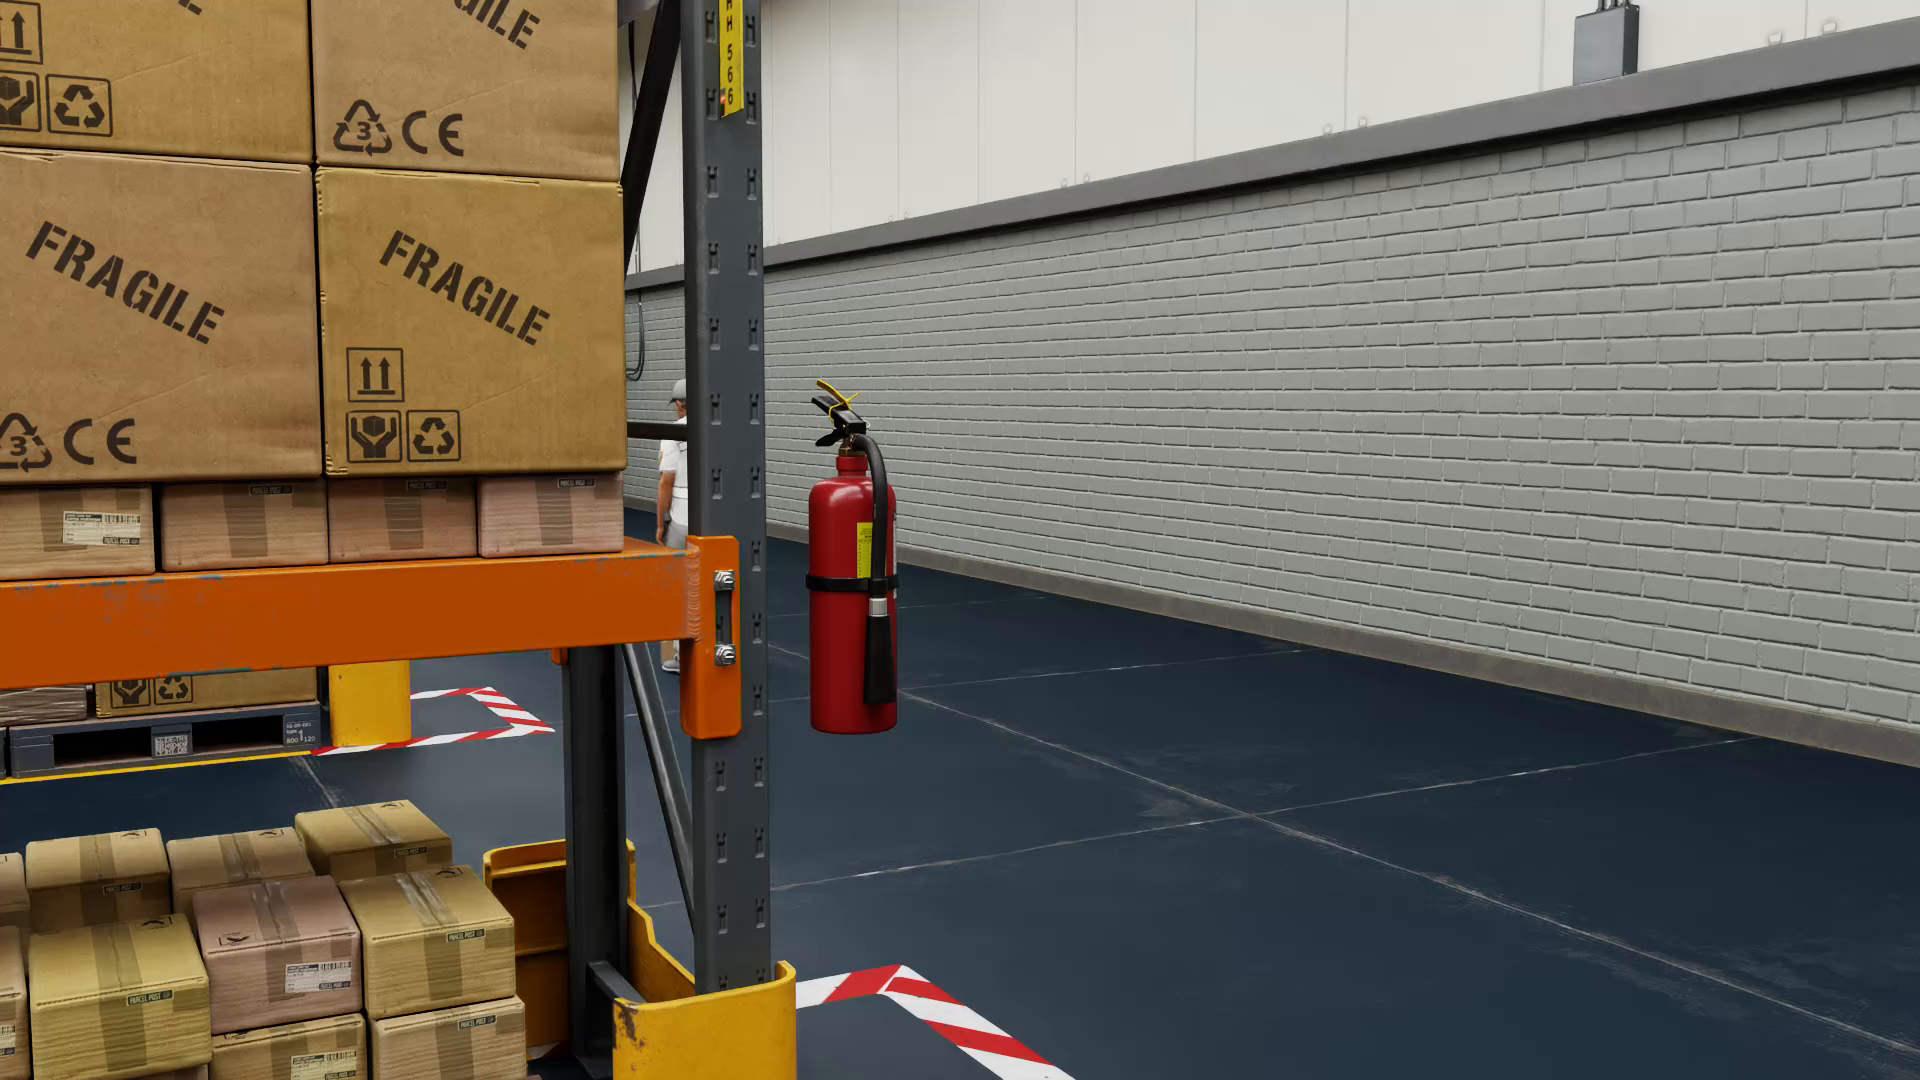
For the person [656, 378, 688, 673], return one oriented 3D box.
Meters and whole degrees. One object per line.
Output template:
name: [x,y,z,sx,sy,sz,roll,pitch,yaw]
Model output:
person: [-1.464,-0.084,9.410,0.558,1.665,0.468,-3,6,-32]
